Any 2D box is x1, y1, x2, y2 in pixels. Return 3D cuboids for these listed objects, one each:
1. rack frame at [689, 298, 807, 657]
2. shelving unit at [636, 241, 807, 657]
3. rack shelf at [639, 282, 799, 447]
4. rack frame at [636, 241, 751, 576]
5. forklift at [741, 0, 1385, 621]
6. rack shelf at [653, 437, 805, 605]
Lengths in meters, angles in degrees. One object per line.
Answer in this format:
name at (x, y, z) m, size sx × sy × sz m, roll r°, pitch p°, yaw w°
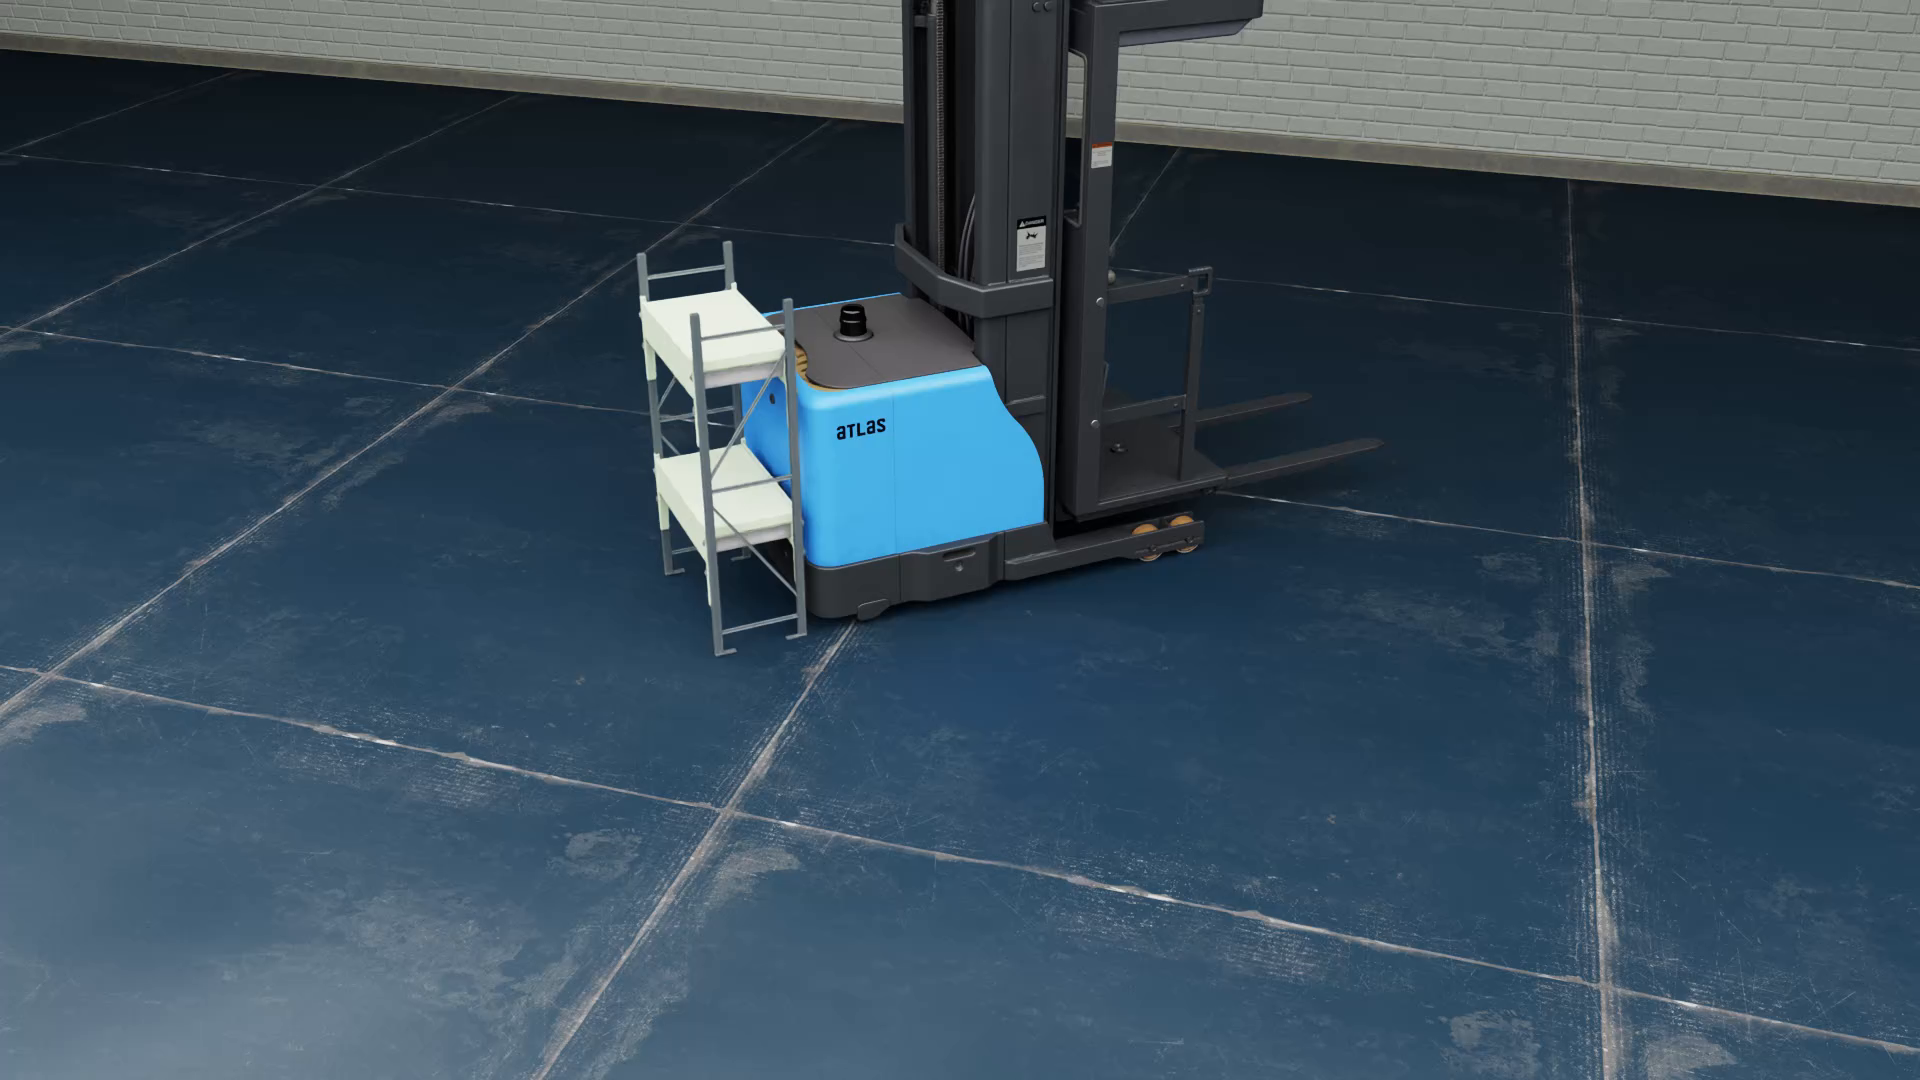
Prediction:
rack frame at (-0.825, -0.218, 6.594) m, size 0.400 × 1.500 × 0.023 m, roll -12°, pitch 31°, yaw -22°
shelving unit at (-0.980, -0.379, 6.884) m, size 0.431 × 1.500 × 0.755 m, roll -12°, pitch 31°, yaw -22°
rack shelf at (-0.976, -0.721, 6.695) m, size 0.431 × 0.370 × 0.720 m, roll -12°, pitch 31°, yaw -22°
rack frame at (-1.135, -0.540, 7.174) m, size 0.400 × 1.500 × 0.023 m, roll -12°, pitch 31°, yaw -22°
forklift at (0.568, -1.405, 7.260) m, size 3.031 × 2.935 × 1.130 m, roll -12°, pitch 31°, yaw -21°
rack shelf at (-0.983, -0.093, 7.041) m, size 0.431 × 0.370 × 0.720 m, roll -12°, pitch 31°, yaw -22°
